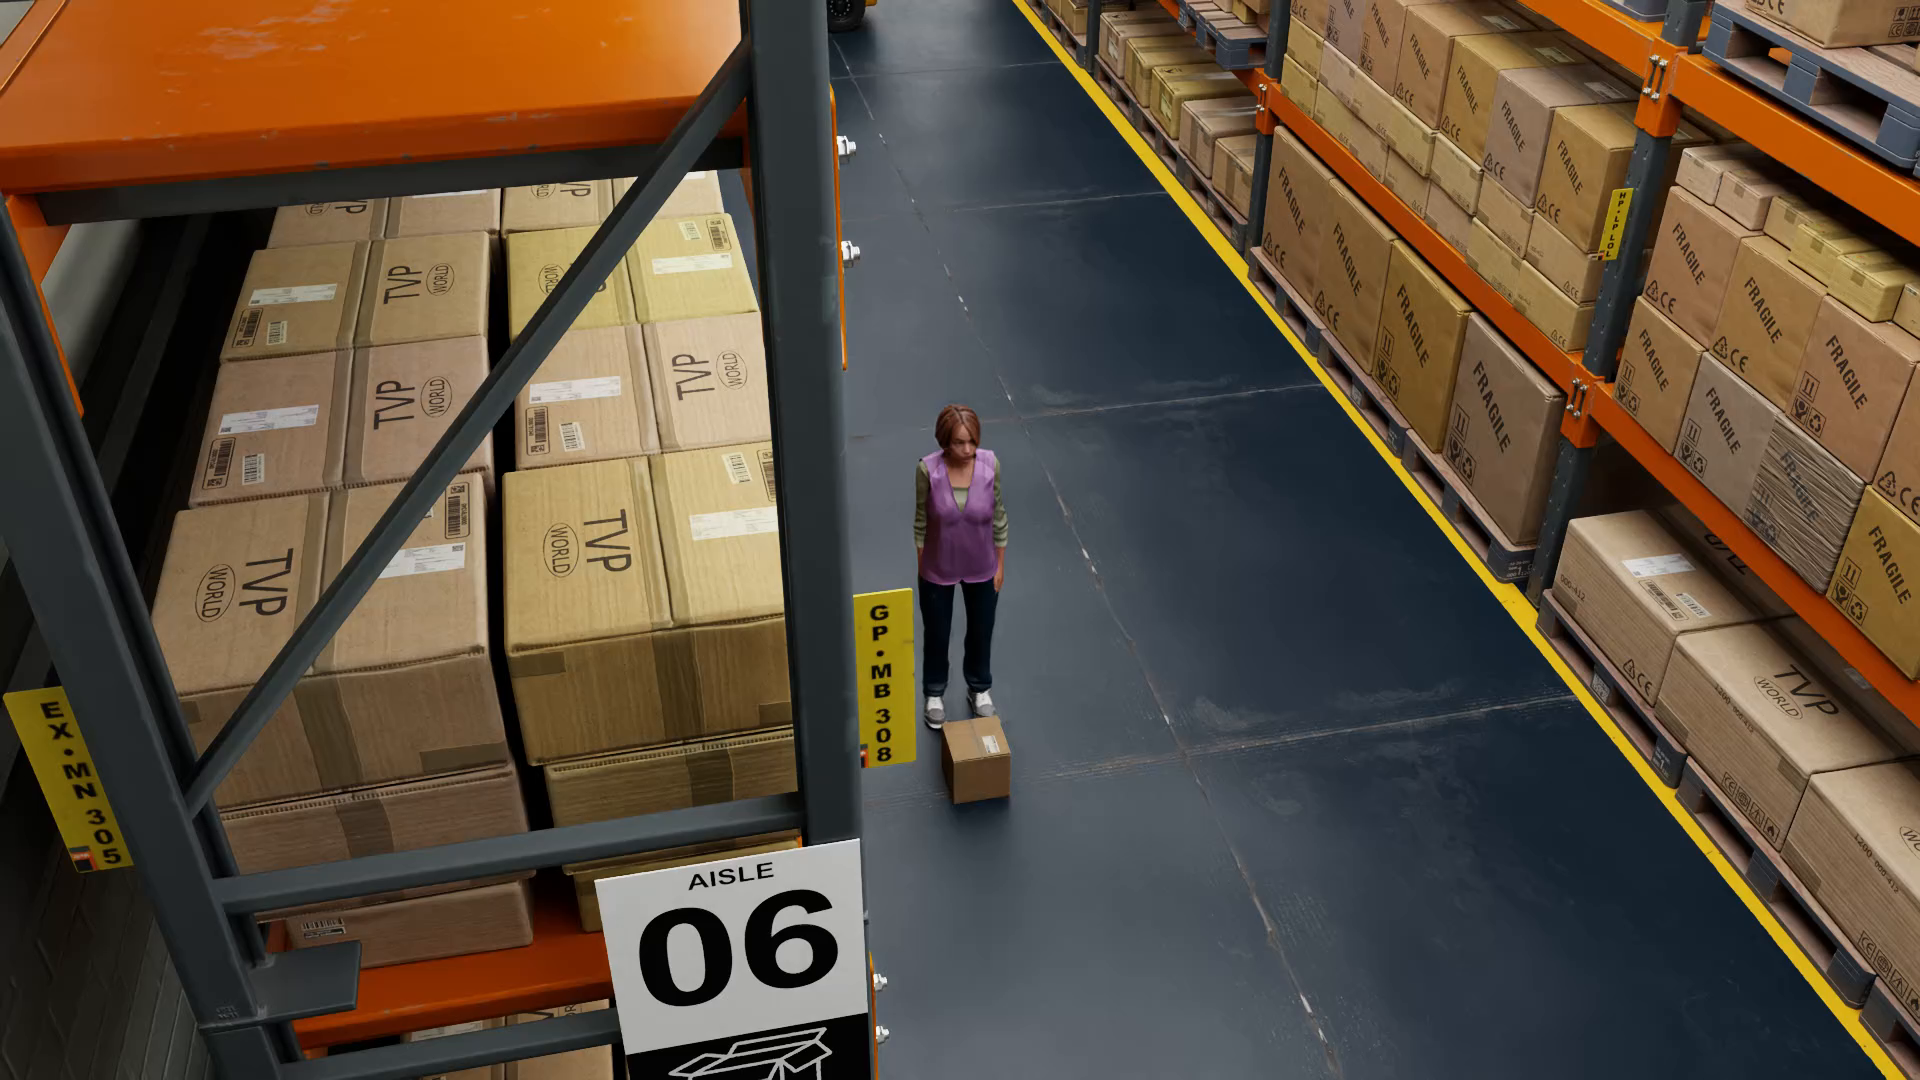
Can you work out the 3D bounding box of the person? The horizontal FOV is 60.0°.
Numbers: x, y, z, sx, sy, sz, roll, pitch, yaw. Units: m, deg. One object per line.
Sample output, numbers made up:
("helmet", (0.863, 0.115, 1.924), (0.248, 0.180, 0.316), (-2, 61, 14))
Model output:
("person", (0.005, 0.129, 7.185), (0.405, 1.588, 0.310), (-5, 35, -7))
